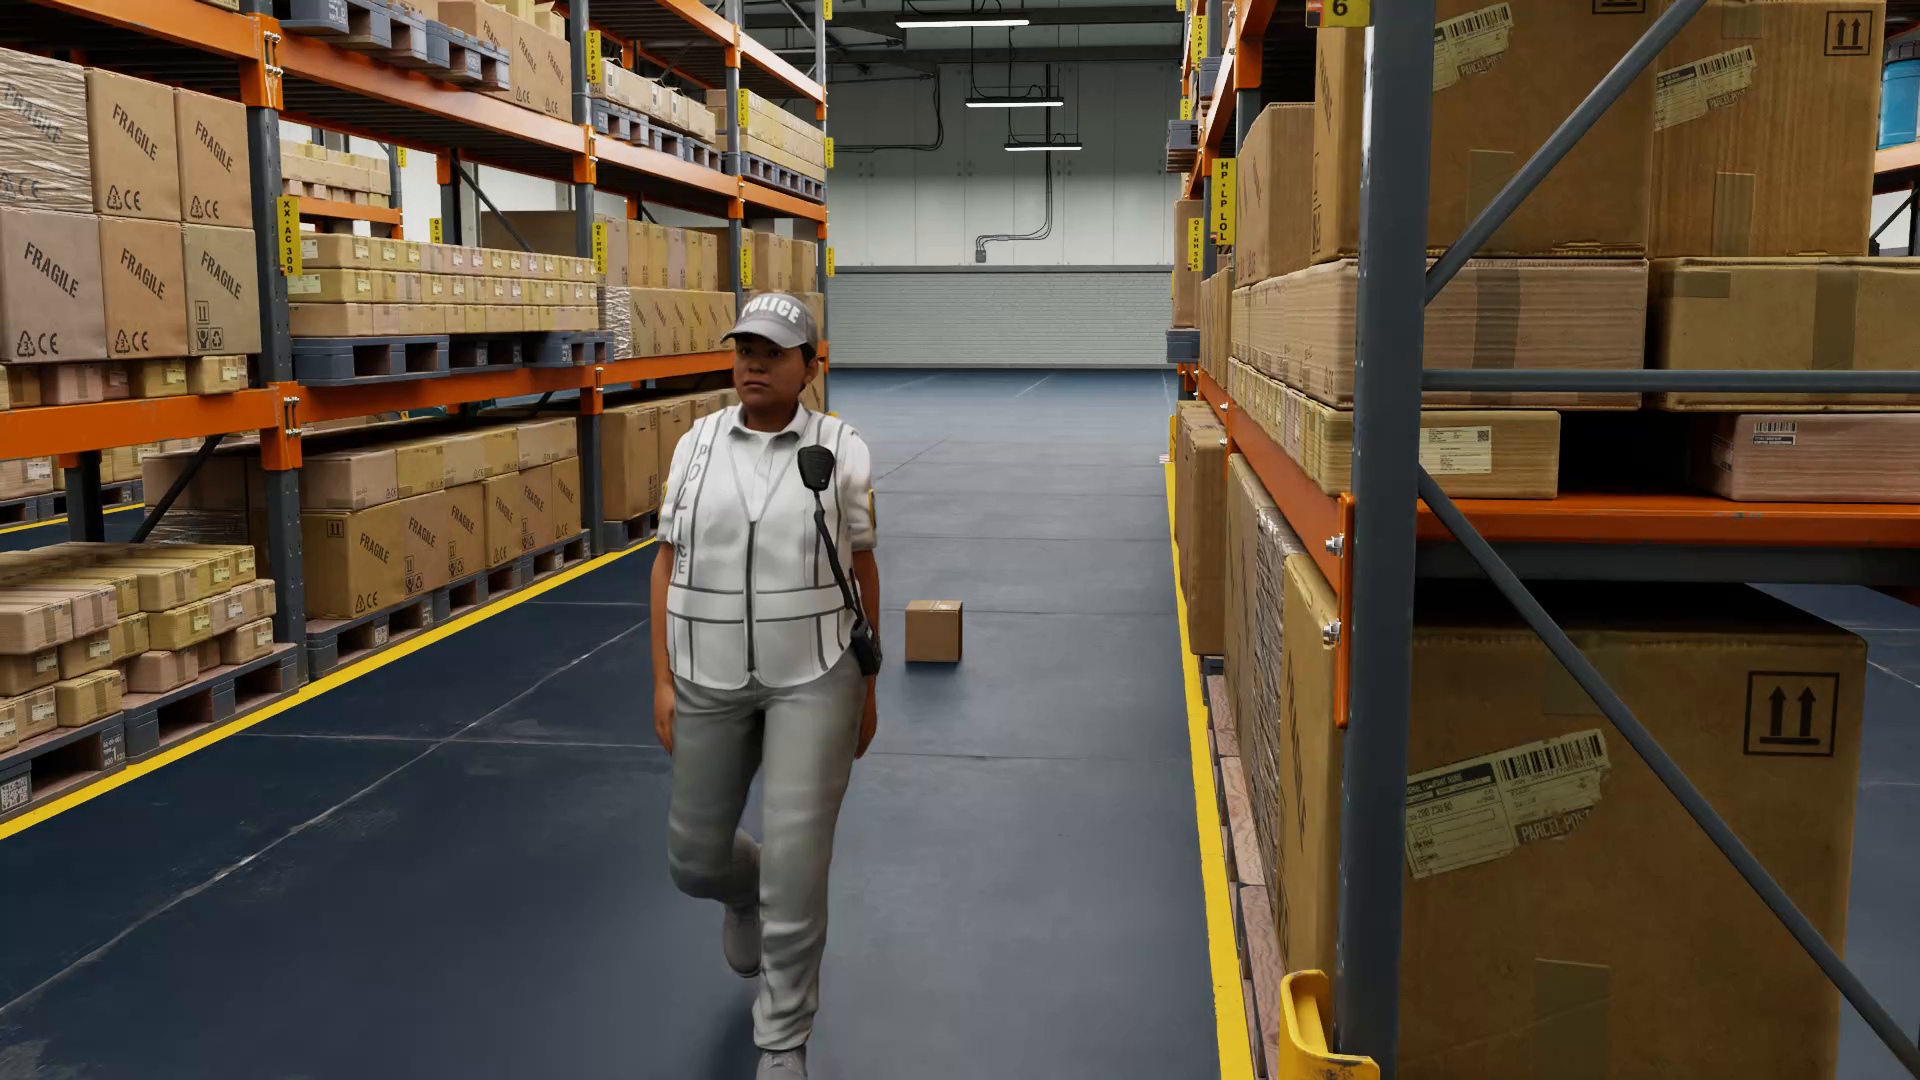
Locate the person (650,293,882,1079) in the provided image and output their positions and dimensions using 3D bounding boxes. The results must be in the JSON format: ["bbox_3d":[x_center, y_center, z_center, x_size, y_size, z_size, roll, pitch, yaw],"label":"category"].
[{"bbox_3d":[-0.409,0.293,3.573,0.496,1.631,0.780,1,8,6],"label":"person"}]
